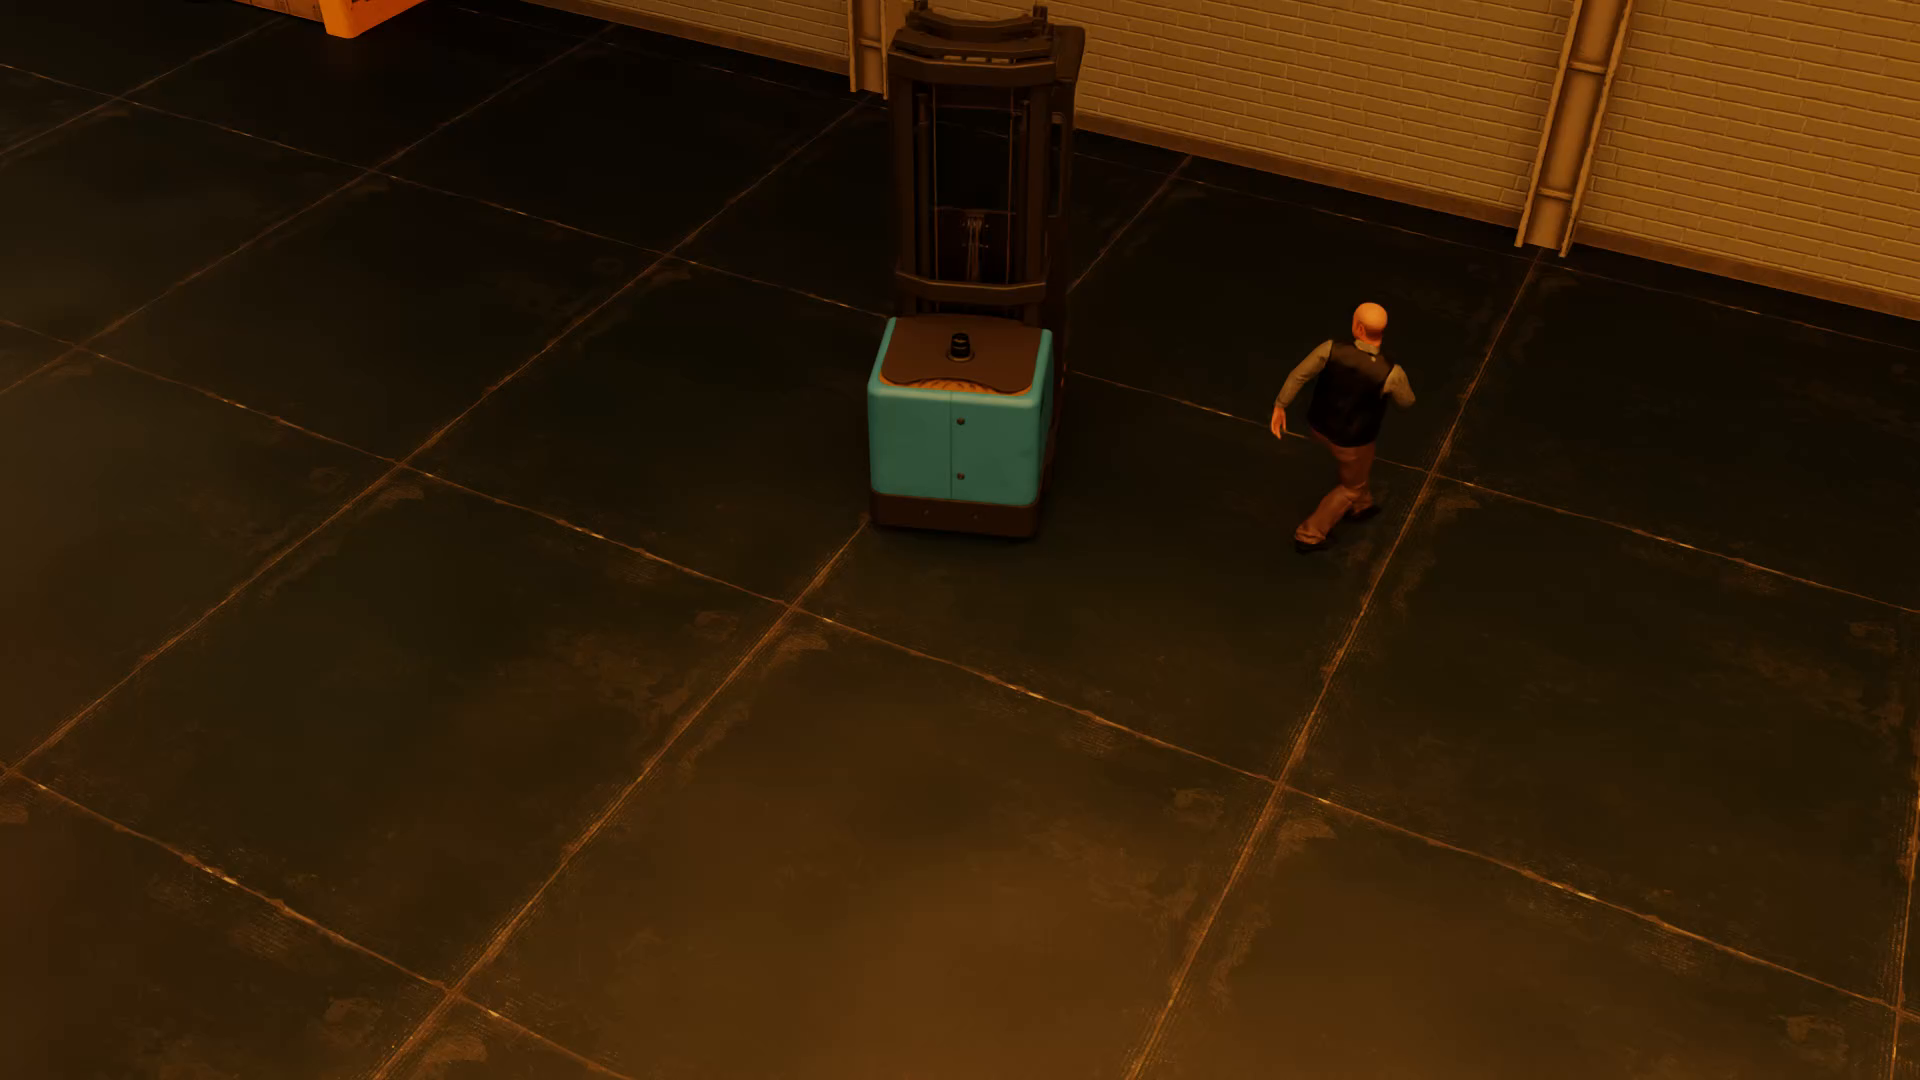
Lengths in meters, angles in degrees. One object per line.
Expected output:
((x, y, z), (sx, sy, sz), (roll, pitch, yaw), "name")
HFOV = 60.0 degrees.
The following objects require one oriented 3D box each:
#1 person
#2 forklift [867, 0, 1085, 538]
((2.299, -0.658, 9.797), (0.896, 1.700, 0.570), (-24, 45, -25), "person")
((0.161, -2.085, 10.462), (1.130, 2.935, 3.031), (5, 40, 6), "forklift")
